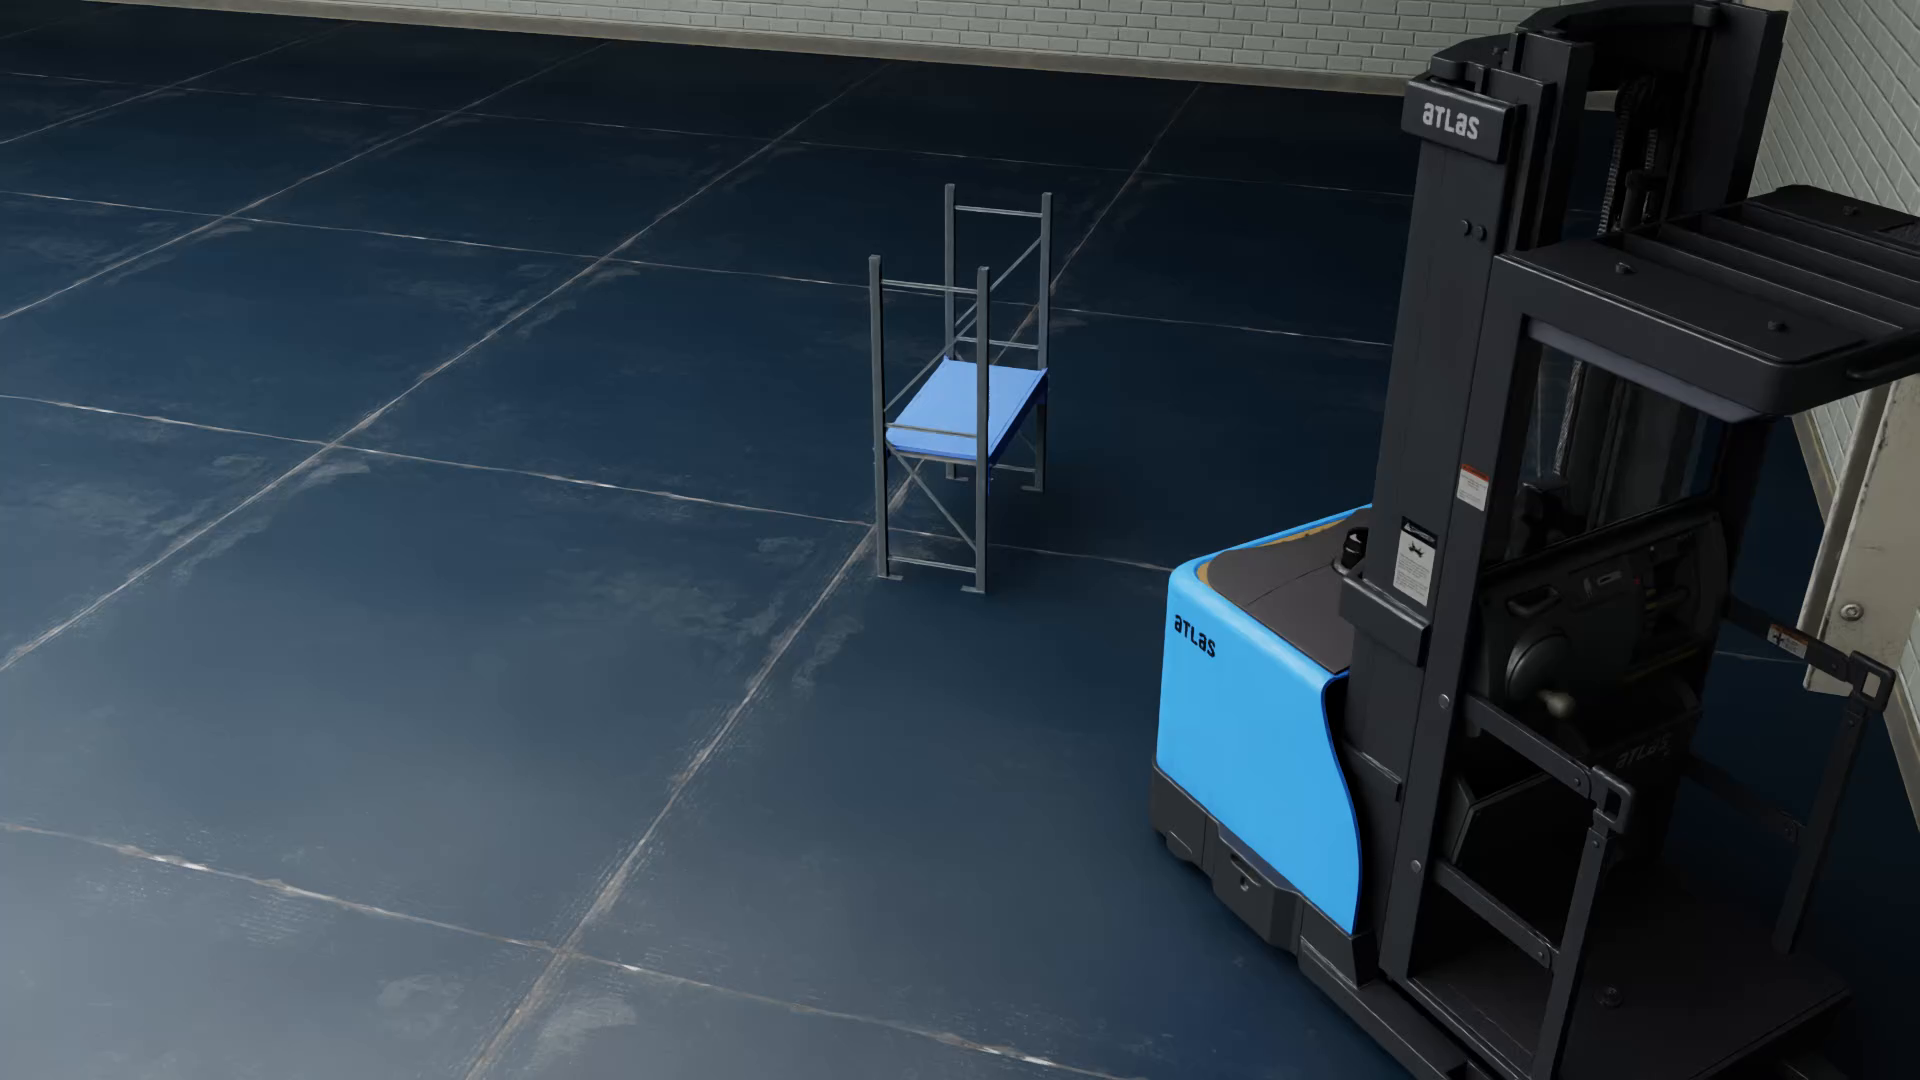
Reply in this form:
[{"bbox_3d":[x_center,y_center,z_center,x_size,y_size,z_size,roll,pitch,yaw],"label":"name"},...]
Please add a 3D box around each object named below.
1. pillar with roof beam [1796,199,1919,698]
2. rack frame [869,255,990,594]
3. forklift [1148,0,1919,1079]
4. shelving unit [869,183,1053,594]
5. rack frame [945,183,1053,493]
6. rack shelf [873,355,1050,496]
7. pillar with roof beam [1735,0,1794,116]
[{"bbox_3d":[-0.521,-4.016,5.712,9.100,9.000,0.400,8,30,15],"label":"pillar with roof beam"},{"bbox_3d":[-0.124,-0.459,7.032,0.500,1.500,0.032,8,30,15],"label":"rack frame"},{"bbox_3d":[1.842,0.240,4.303,1.130,2.935,3.031,-16,33,-26],"label":"forklift"},{"bbox_3d":[0.025,-0.695,7.457,0.538,1.500,1.048,8,30,15],"label":"shelving unit"},{"bbox_3d":[0.174,-0.931,7.881,0.500,1.500,0.032,8,30,15],"label":"rack frame"},{"bbox_3d":[0.025,-0.538,7.544,0.538,0.185,1.000,8,30,15],"label":"rack shelf"},{"bbox_3d":[1.240,-6.804,10.725,9.100,9.000,0.400,8,30,15],"label":"pillar with roof beam"}]
